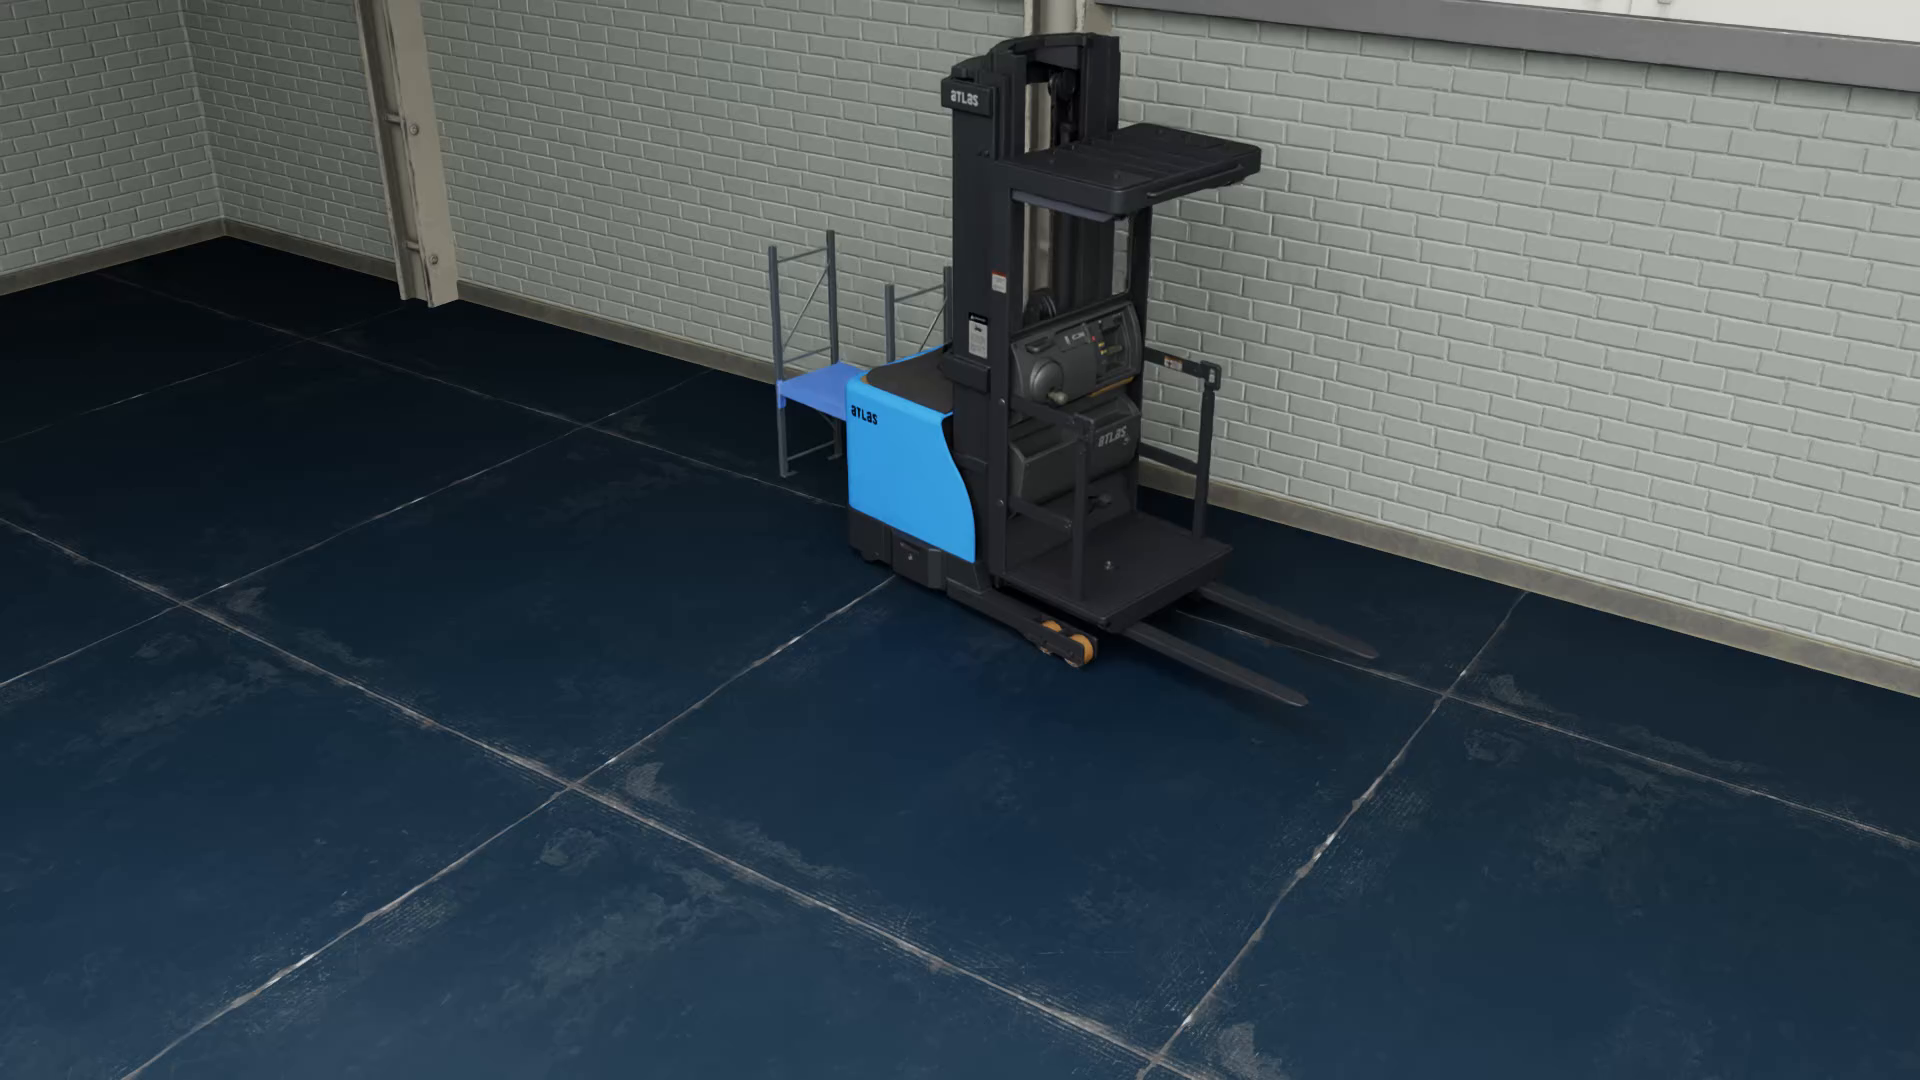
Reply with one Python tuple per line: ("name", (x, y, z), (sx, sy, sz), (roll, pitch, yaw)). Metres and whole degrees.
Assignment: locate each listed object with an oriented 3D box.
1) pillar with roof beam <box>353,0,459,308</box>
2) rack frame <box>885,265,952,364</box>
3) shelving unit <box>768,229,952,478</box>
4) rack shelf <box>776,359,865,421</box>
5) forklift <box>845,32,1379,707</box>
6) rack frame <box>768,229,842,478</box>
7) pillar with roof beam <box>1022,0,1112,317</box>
("pillar with roof beam", (-6.779, -4.386, 8.447), (0.400, 9.000, 9.100), (17, 32, 30))
("rack frame", (-0.232, -0.824, 9.715), (0.032, 1.500, 0.500), (24, 36, 39))
("shelving unit", (-0.593, -0.986, 10.033), (1.048, 1.500, 0.538), (24, 36, 39))
("rack shelf", (-0.593, -0.825, 10.115), (1.000, 0.185, 0.538), (24, 36, 39))
("forklift", (0.751, -0.924, 8.334), (3.031, 2.935, 1.130), (24, 36, 39))
("rack frame", (-0.954, -1.148, 10.352), (0.032, 1.500, 0.500), (24, 36, 39))
("pillar with roof beam", (-1.833, -2.846, 5.420), (0.400, 9.000, 9.100), (17, 32, 30))
